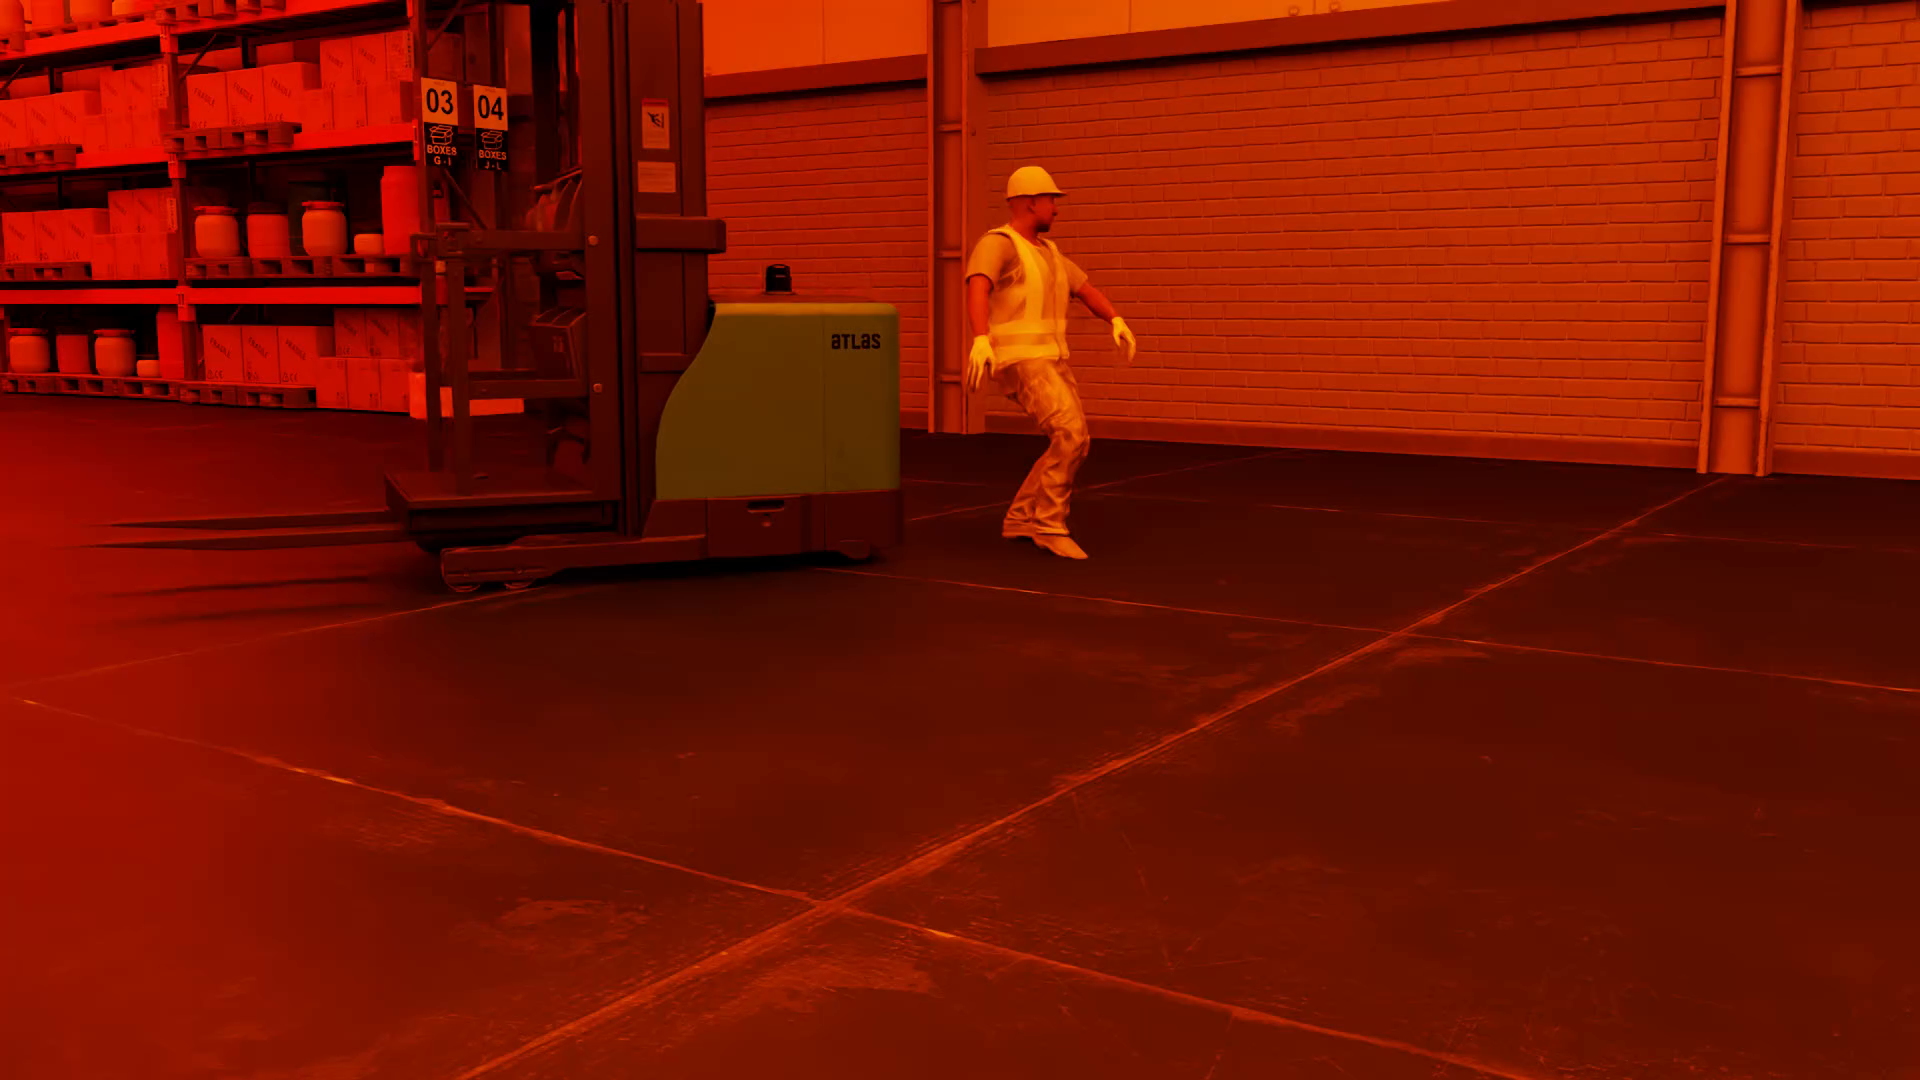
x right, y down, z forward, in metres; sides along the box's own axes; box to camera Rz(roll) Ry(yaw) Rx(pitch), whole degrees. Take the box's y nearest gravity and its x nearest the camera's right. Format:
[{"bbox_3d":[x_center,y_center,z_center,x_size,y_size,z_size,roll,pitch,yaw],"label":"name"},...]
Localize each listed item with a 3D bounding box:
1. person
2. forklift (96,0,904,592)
[{"bbox_3d":[0.376,-0.771,7.236,0.638,1.703,0.902,4,9,26],"label":"person"},{"bbox_3d":[-1.801,-1.339,6.609,3.031,2.935,1.130,-3,9,-23],"label":"forklift"}]
